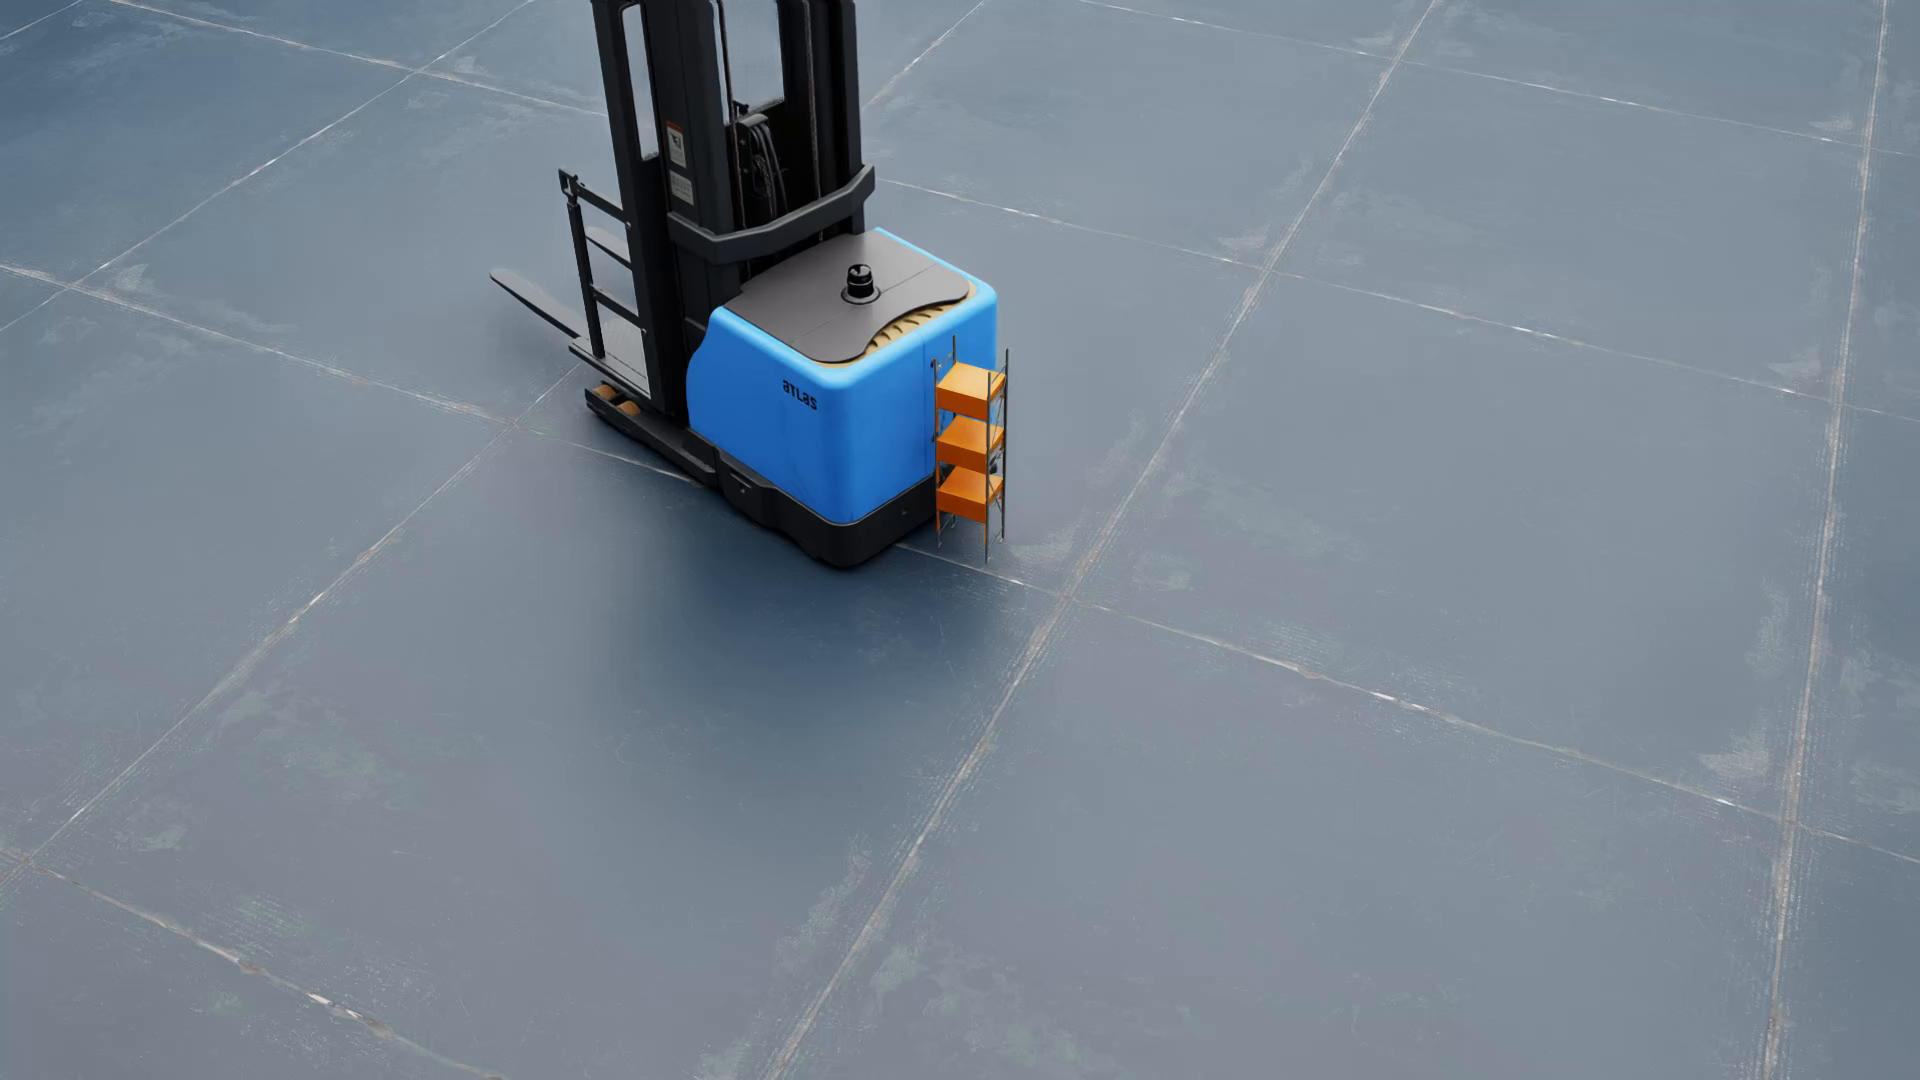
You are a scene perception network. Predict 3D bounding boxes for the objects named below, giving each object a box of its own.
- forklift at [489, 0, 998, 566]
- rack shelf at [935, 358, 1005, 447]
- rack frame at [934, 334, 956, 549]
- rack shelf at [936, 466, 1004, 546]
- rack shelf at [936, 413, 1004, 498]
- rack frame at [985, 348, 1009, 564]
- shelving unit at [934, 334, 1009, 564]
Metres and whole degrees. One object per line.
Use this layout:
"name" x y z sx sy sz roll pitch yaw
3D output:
"forklift" -1.225 -1.845 7.525 3.031 2.935 1.130 33 51 32
"rack shelf" 0.048 -0.588 7.094 0.240 0.259 0.215 17 44 19
"rack frame" -0.062 -0.416 7.312 0.008 1.050 0.200 17 44 19
"rack shelf" 0.048 -0.164 7.462 0.240 0.259 0.215 17 44 19
"rack shelf" 0.048 -0.374 7.280 0.240 0.259 0.215 17 44 19
"rack frame" 0.159 -0.348 7.234 0.008 1.050 0.200 17 44 19
"shelving unit" 0.048 -0.382 7.273 0.252 1.050 0.215 17 44 19
